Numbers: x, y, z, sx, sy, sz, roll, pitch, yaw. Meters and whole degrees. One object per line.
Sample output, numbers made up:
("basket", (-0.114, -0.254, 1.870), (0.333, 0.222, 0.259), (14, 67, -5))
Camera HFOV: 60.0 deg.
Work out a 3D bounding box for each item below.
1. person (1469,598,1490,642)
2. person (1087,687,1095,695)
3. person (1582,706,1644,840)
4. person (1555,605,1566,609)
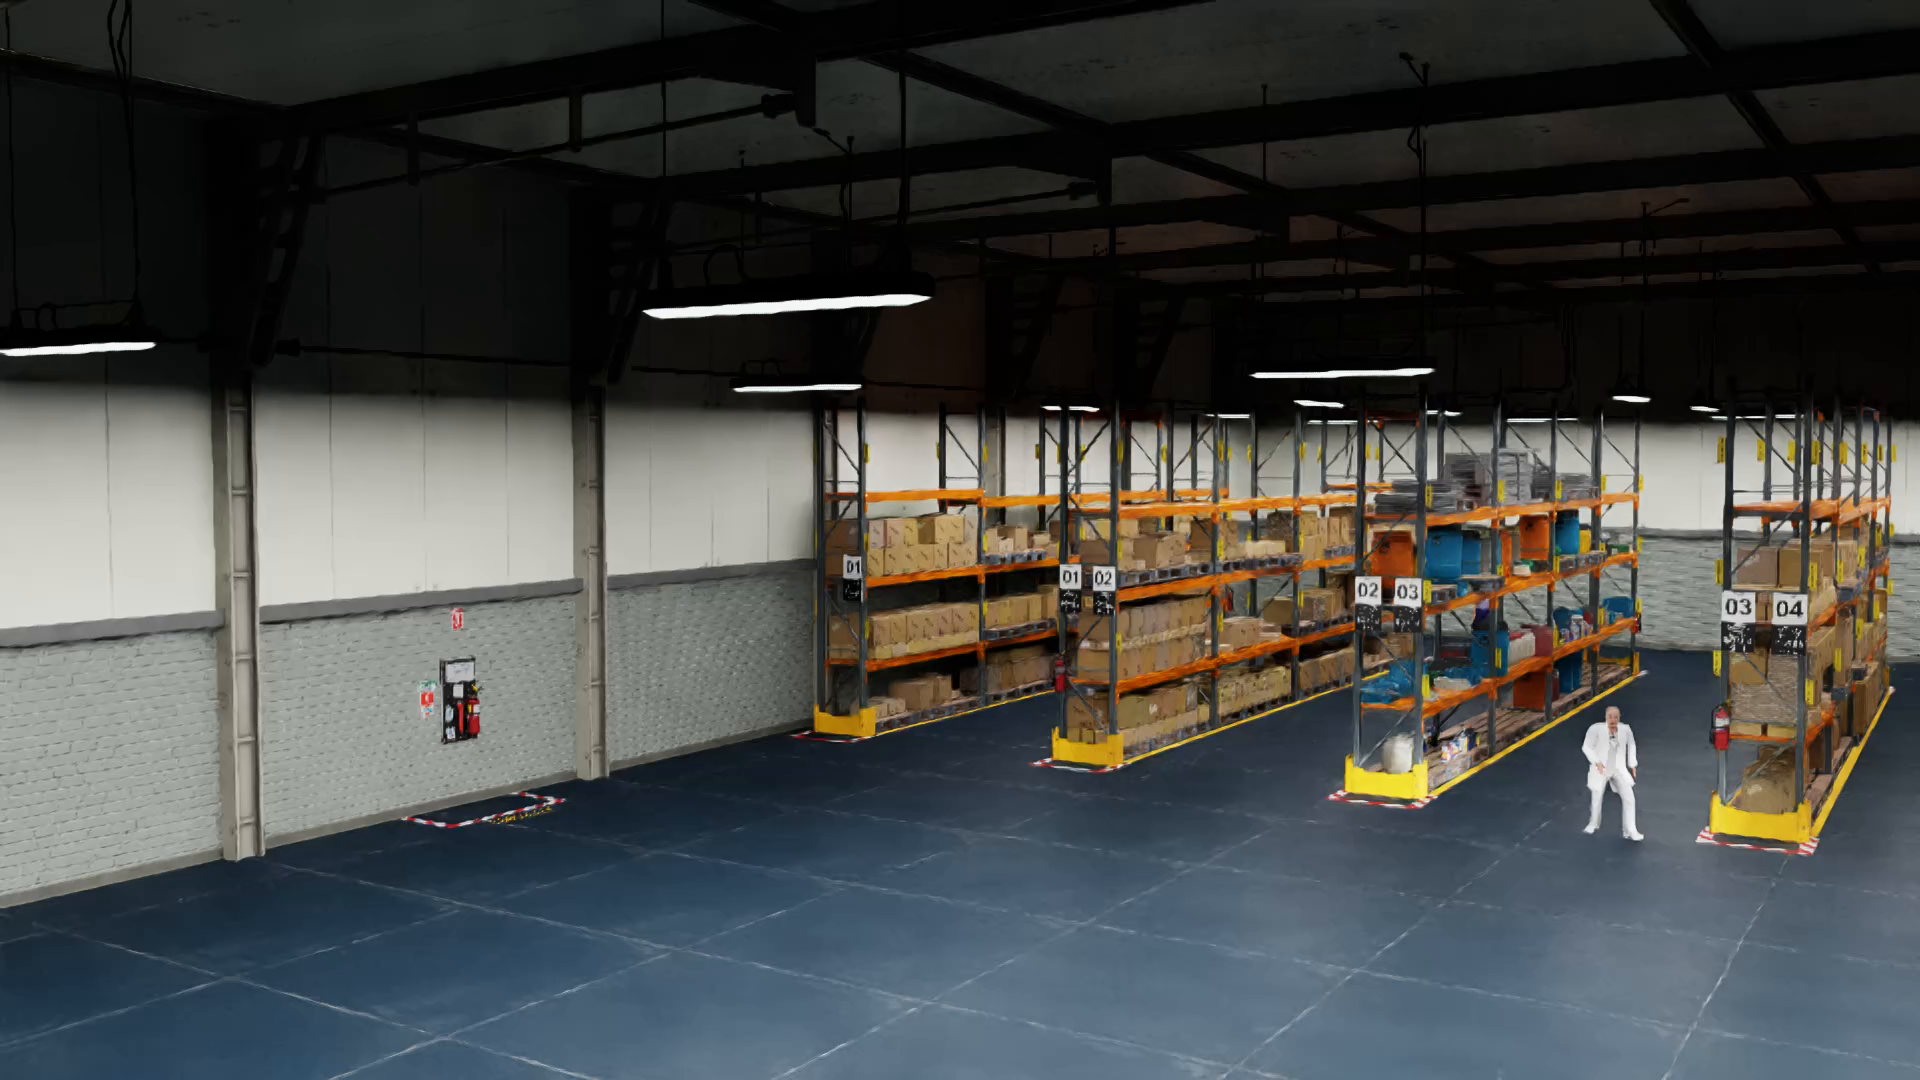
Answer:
("person", (13.602, 1.920, 43.438), (0.542, 1.619, 0.550), (0, 3, -4))
("person", (2.703, 2.503, 32.152), (0.453, 1.612, 1.019), (2, 3, 31))
("person", (8.465, 3.052, 21.646), (0.728, 1.614, 0.853), (1, 3, 13))
("person", (13.311, 2.236, 36.910), (0.484, 1.617, 0.979), (3, 4, 42))
